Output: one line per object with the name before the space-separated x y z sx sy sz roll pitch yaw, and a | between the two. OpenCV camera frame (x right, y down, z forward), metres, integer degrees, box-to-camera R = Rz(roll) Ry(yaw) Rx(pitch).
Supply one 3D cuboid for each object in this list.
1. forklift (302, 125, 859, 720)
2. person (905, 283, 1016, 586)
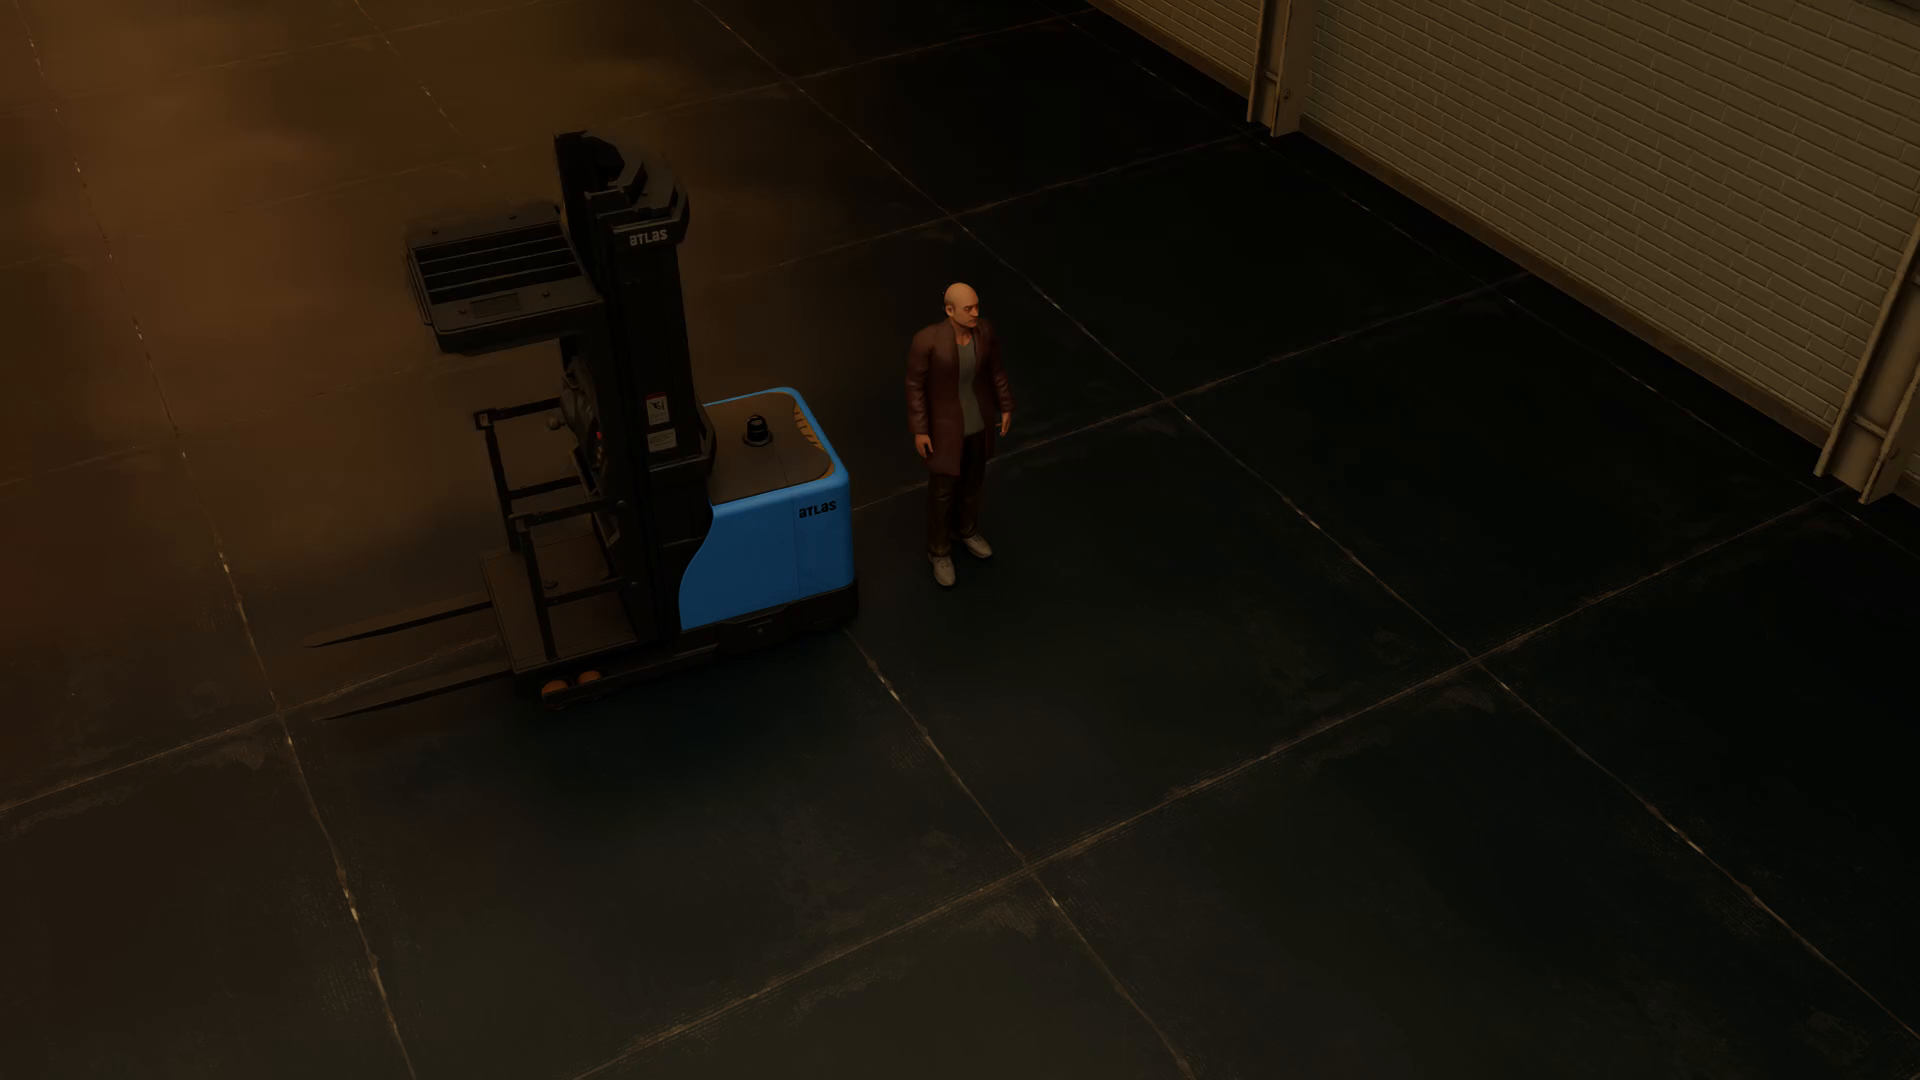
forklift | -2.159 -0.573 8.727 3.031 2.935 1.130 -15 42 -17
person | 0.054 -0.637 9.699 0.700 1.779 0.567 -21 44 -23
